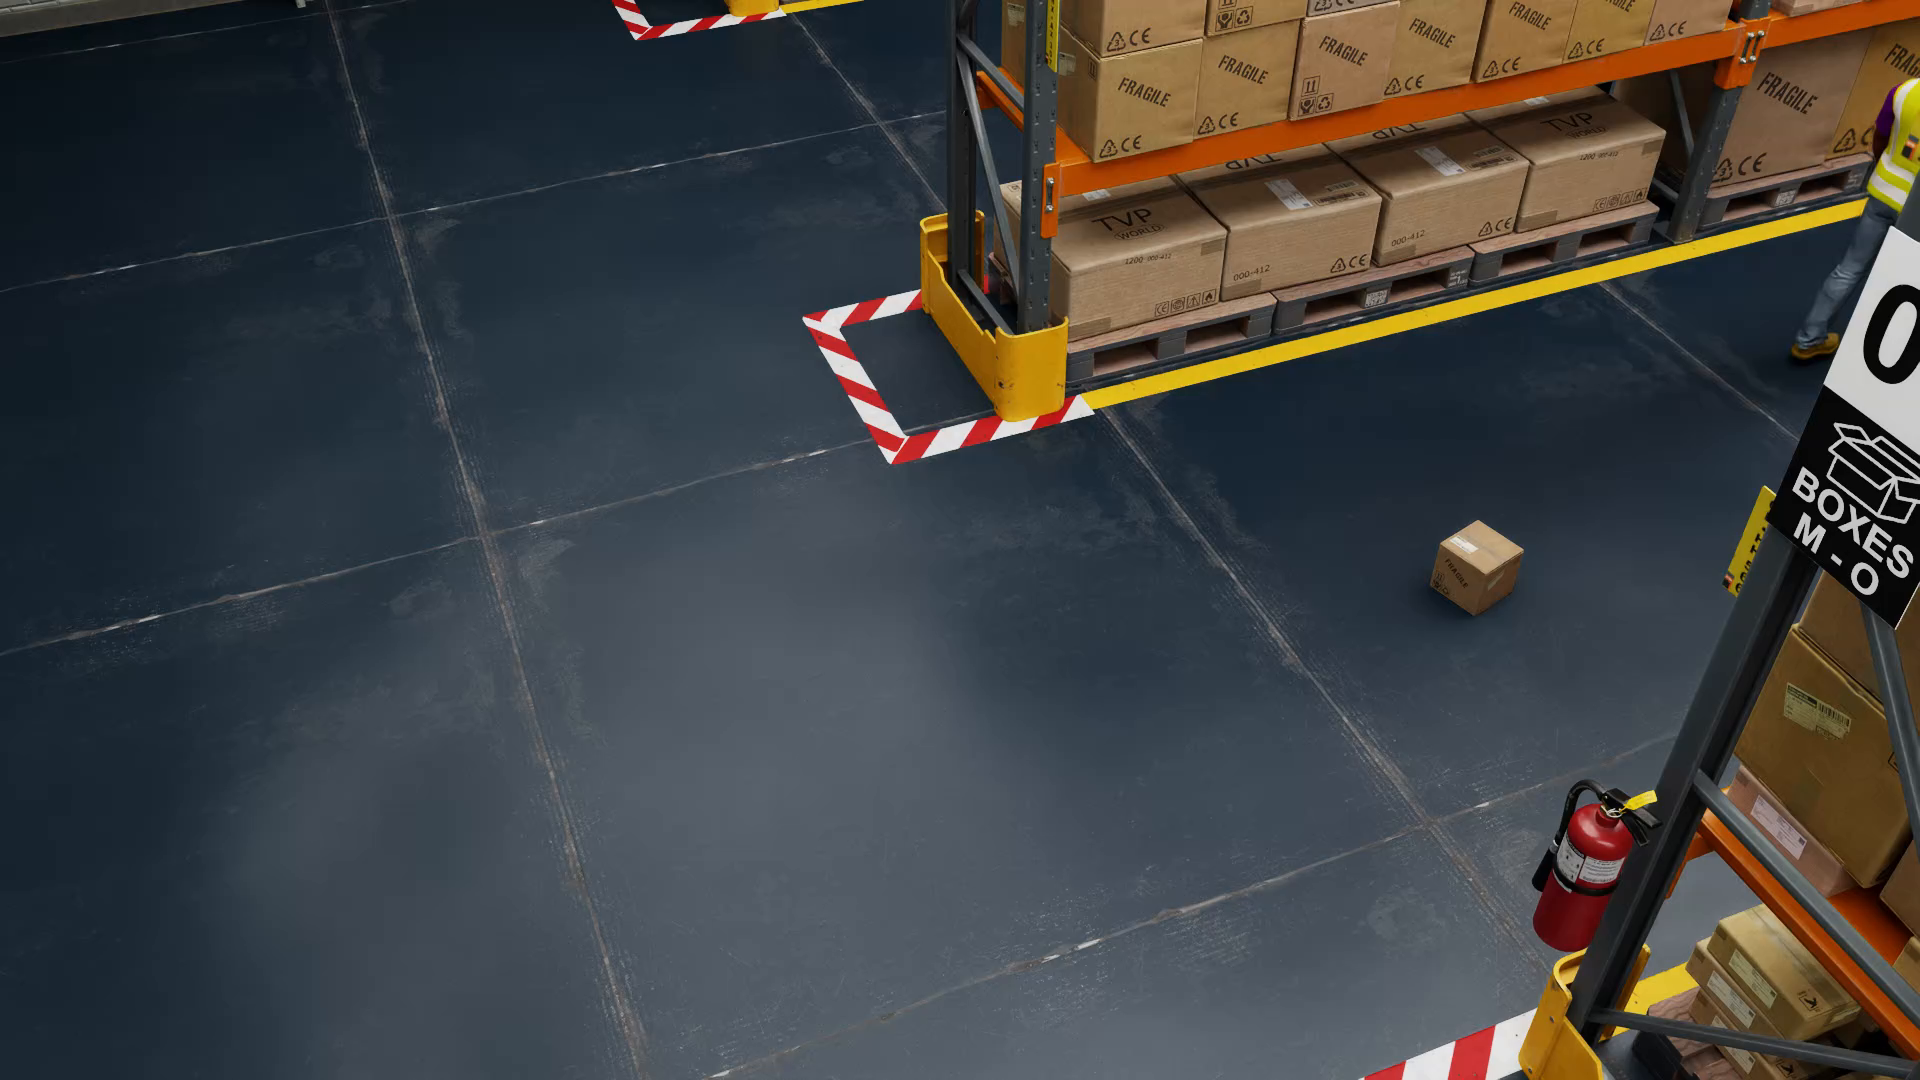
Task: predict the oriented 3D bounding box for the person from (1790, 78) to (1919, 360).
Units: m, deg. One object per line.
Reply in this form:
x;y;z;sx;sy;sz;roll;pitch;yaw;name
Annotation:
4.665;-1.684;8.022;0.959;1.713;0.613;-23;46;-24;person
